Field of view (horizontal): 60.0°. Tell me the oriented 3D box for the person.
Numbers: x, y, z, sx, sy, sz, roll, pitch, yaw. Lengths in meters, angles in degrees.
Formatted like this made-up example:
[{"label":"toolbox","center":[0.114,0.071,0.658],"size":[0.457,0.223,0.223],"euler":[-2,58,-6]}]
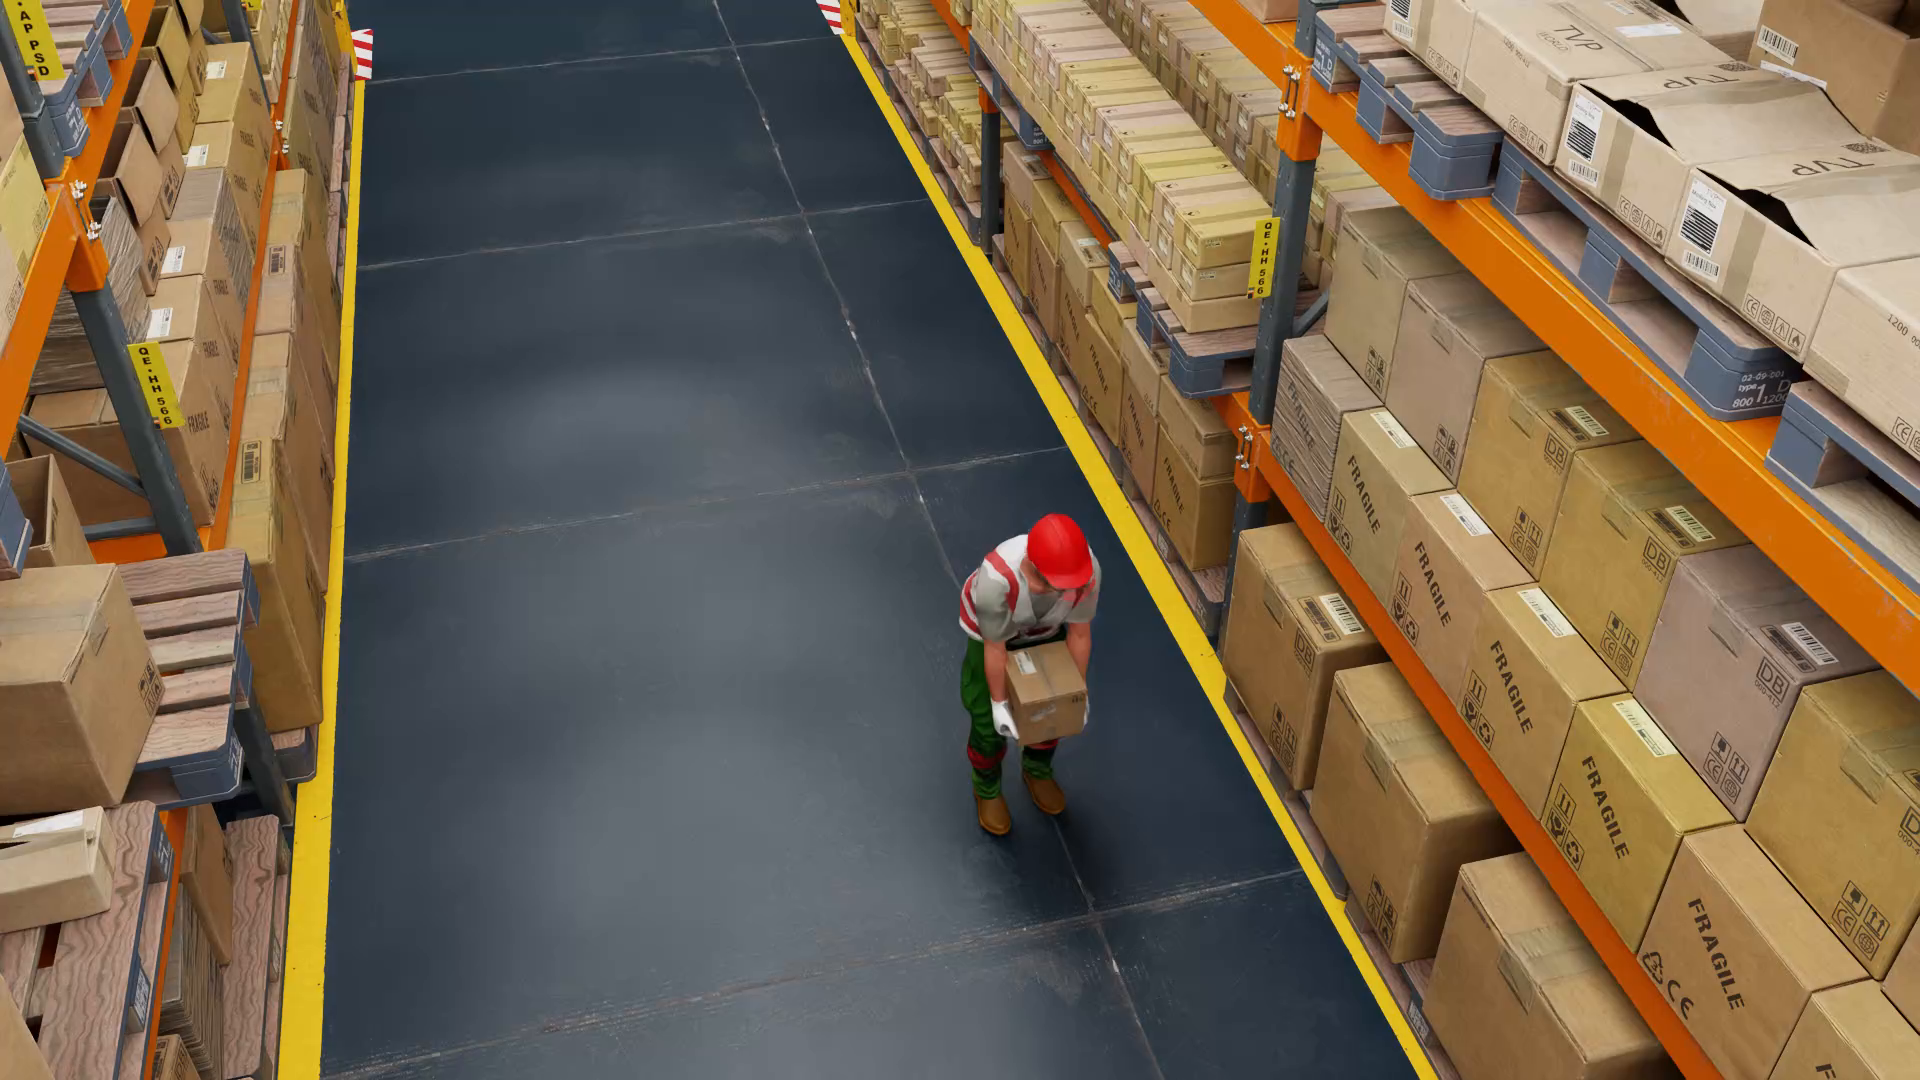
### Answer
[{"label":"person","center":[0.233,0.335,6.273],"size":[0.616,1.778,0.453],"euler":[-12,40,-15]}]
